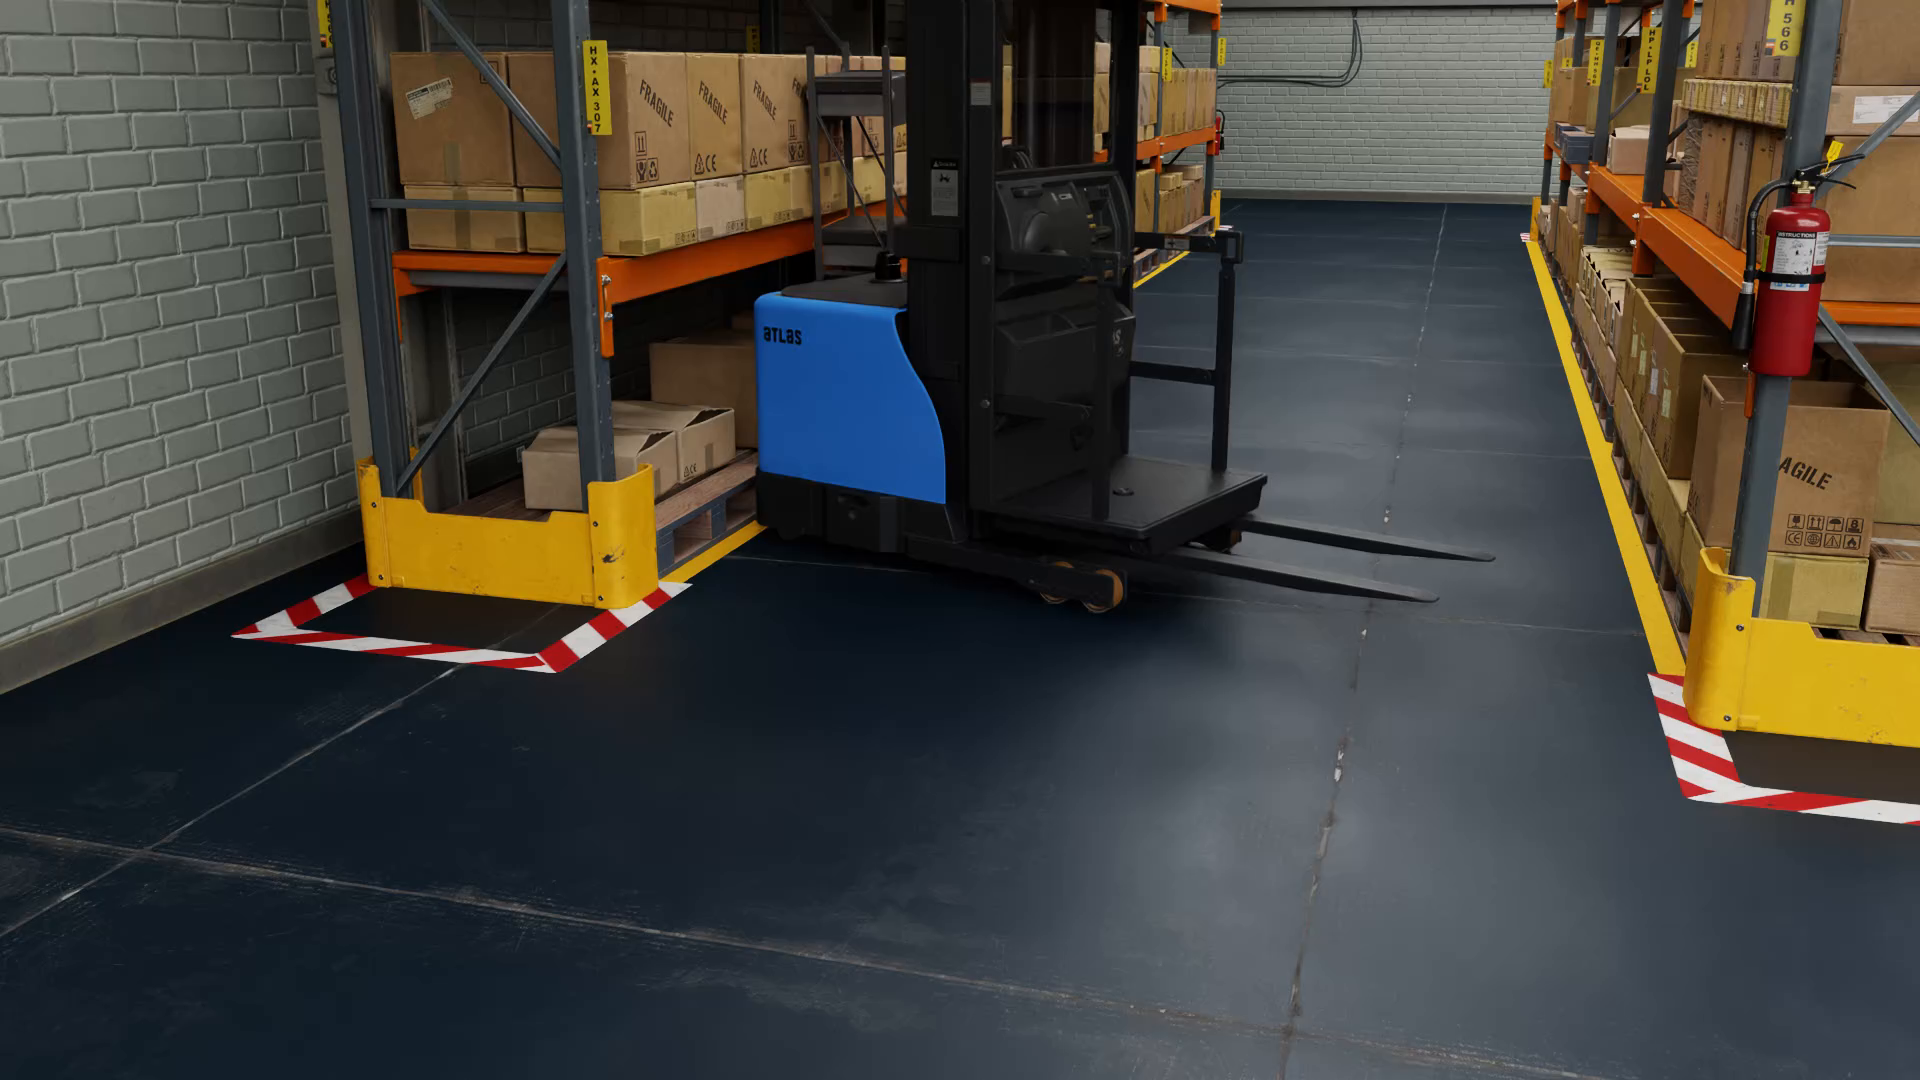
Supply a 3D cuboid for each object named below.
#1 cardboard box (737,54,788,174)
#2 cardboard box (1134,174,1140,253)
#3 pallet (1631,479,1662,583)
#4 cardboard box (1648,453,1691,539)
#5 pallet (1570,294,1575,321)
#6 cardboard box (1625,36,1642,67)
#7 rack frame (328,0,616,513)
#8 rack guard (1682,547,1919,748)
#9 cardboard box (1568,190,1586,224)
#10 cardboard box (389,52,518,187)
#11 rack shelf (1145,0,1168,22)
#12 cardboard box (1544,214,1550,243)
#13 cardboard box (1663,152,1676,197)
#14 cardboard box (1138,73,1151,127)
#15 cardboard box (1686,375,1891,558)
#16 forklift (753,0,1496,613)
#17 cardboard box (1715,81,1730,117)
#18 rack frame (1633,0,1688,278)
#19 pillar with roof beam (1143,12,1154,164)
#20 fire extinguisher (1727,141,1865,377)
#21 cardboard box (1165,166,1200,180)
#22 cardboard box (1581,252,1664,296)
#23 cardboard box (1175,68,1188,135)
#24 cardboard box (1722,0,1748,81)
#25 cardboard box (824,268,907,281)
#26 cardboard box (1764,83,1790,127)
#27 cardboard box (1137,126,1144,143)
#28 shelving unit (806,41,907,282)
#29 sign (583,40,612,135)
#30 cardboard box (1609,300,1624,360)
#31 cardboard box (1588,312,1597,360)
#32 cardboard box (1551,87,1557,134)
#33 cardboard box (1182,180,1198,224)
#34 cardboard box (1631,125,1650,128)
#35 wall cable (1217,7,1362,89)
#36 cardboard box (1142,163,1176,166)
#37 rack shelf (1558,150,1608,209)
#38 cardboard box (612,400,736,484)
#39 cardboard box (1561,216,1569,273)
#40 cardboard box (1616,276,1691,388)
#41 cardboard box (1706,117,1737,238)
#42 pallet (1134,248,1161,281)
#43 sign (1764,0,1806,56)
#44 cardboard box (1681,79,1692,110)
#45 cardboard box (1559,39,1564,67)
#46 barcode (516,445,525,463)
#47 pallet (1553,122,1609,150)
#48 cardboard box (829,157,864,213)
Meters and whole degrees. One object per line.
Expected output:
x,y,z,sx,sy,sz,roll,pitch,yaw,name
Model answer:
-1.094,-1.906,7.415,0.500,0.500,0.500,4,16,14,cardboard box
1.280,-3.137,16.062,0.750,0.750,0.750,5,17,18,cardboard box
3.456,-0.039,7.081,1.003,0.211,1.213,5,16,16,pallet
3.070,-0.164,6.682,0.500,0.250,0.500,5,16,16,cardboard box
5.452,-1.803,13.300,1.003,0.211,1.213,5,16,16,pallet
6.744,-4.629,16.138,0.500,0.500,0.500,5,17,17,cardboard box
-1.821,-1.243,6.213,1.000,3.000,0.127,5,16,16,rack frame
2.923,0.349,5.181,1.175,0.500,0.348,5,16,16,rack guard
5.543,-2.868,14.345,0.500,0.250,0.500,4,16,15,cardboard box
-1.891,-1.681,6.621,0.500,0.500,0.500,4,16,15,cardboard box
1.021,-4.956,15.126,1.077,0.370,4.000,5,16,16,rack shelf
6.443,-3.284,17.533,0.500,0.311,0.500,5,16,16,cardboard box
4.140,-2.085,9.431,0.396,0.266,0.258,4,16,15,cardboard box
1.564,-4.308,16.257,0.500,0.500,0.500,5,17,16,cardboard box
2.797,-0.263,5.654,0.500,0.500,0.500,5,16,16,cardboard box
0.599,-1.296,6.527,3.031,2.935,1.130,11,19,34,forklift
3.442,-1.873,7.065,0.380,0.149,0.250,4,16,14,cardboard box
4.067,-1.906,8.552,1.000,3.000,0.127,5,16,16,rack frame
6.792,-8.754,21.703,9.100,9.000,0.400,5,16,16,pillar with roof beam
2.451,-0.827,4.891,0.296,0.674,0.183,5,16,16,fire extinguisher
2.689,-4.435,20.089,0.380,0.149,0.250,5,17,17,cardboard box
4.632,-1.849,11.593,0.500,0.311,0.500,4,16,14,cardboard box
1.972,-4.858,18.408,0.980,0.700,0.700,4,16,14,cardboard box
3.661,-2.198,7.022,0.700,0.500,0.500,5,16,16,cardboard box
-0.491,-1.492,10.867,0.700,0.500,0.500,5,17,18,cardboard box
3.075,-1.535,5.874,0.380,0.149,0.250,5,17,17,cardboard box
1.580,-3.955,16.198,0.380,0.149,0.250,5,16,16,cardboard box
-0.434,-1.350,8.193,0.431,2.100,0.503,4,20,15,shelving unit
-1.300,-1.617,5.947,0.100,0.325,0.005,5,16,16,sign
3.907,-1.183,9.245,0.500,0.311,0.500,5,16,16,cardboard box
4.343,-1.315,10.738,0.500,0.250,0.500,5,17,17,cardboard box
6.811,-4.731,18.330,0.500,0.500,0.500,5,16,16,cardboard box
2.481,-4.106,20.120,0.700,0.500,0.500,5,16,16,cardboard box
5.058,-2.818,11.930,0.500,0.311,0.500,6,17,19,cardboard box
4.676,-8.273,25.696,3.097,2.526,0.112,5,16,16,wall cable
2.467,-4.597,20.663,0.380,0.149,0.250,5,17,16,cardboard box
5.772,-3.130,14.184,1.077,0.370,4.000,5,16,16,rack shelf
-1.376,-0.484,7.659,0.500,0.311,0.500,6,17,20,cardboard box
5.679,-2.630,14.878,0.500,0.500,0.500,5,17,17,cardboard box
3.635,-1.049,8.425,0.500,0.500,0.500,5,16,16,cardboard box
3.656,-1.568,7.177,0.700,0.500,0.500,5,17,17,cardboard box
1.442,-2.833,16.930,1.003,0.211,1.213,5,16,16,pallet
2.414,-1.576,4.833,0.100,0.325,0.005,5,16,16,sign
3.804,-2.211,8.255,0.380,0.149,0.250,5,16,16,cardboard box
6.666,-5.078,17.720,0.500,0.500,0.500,4,16,15,cardboard box
-1.916,-0.375,7.258,0.001,0.075,0.075,5,16,16,barcode
6.008,-3.706,15.250,1.003,0.211,1.213,5,16,16,pallet
-0.806,-1.817,8.475,0.500,0.250,0.500,5,16,16,cardboard box
